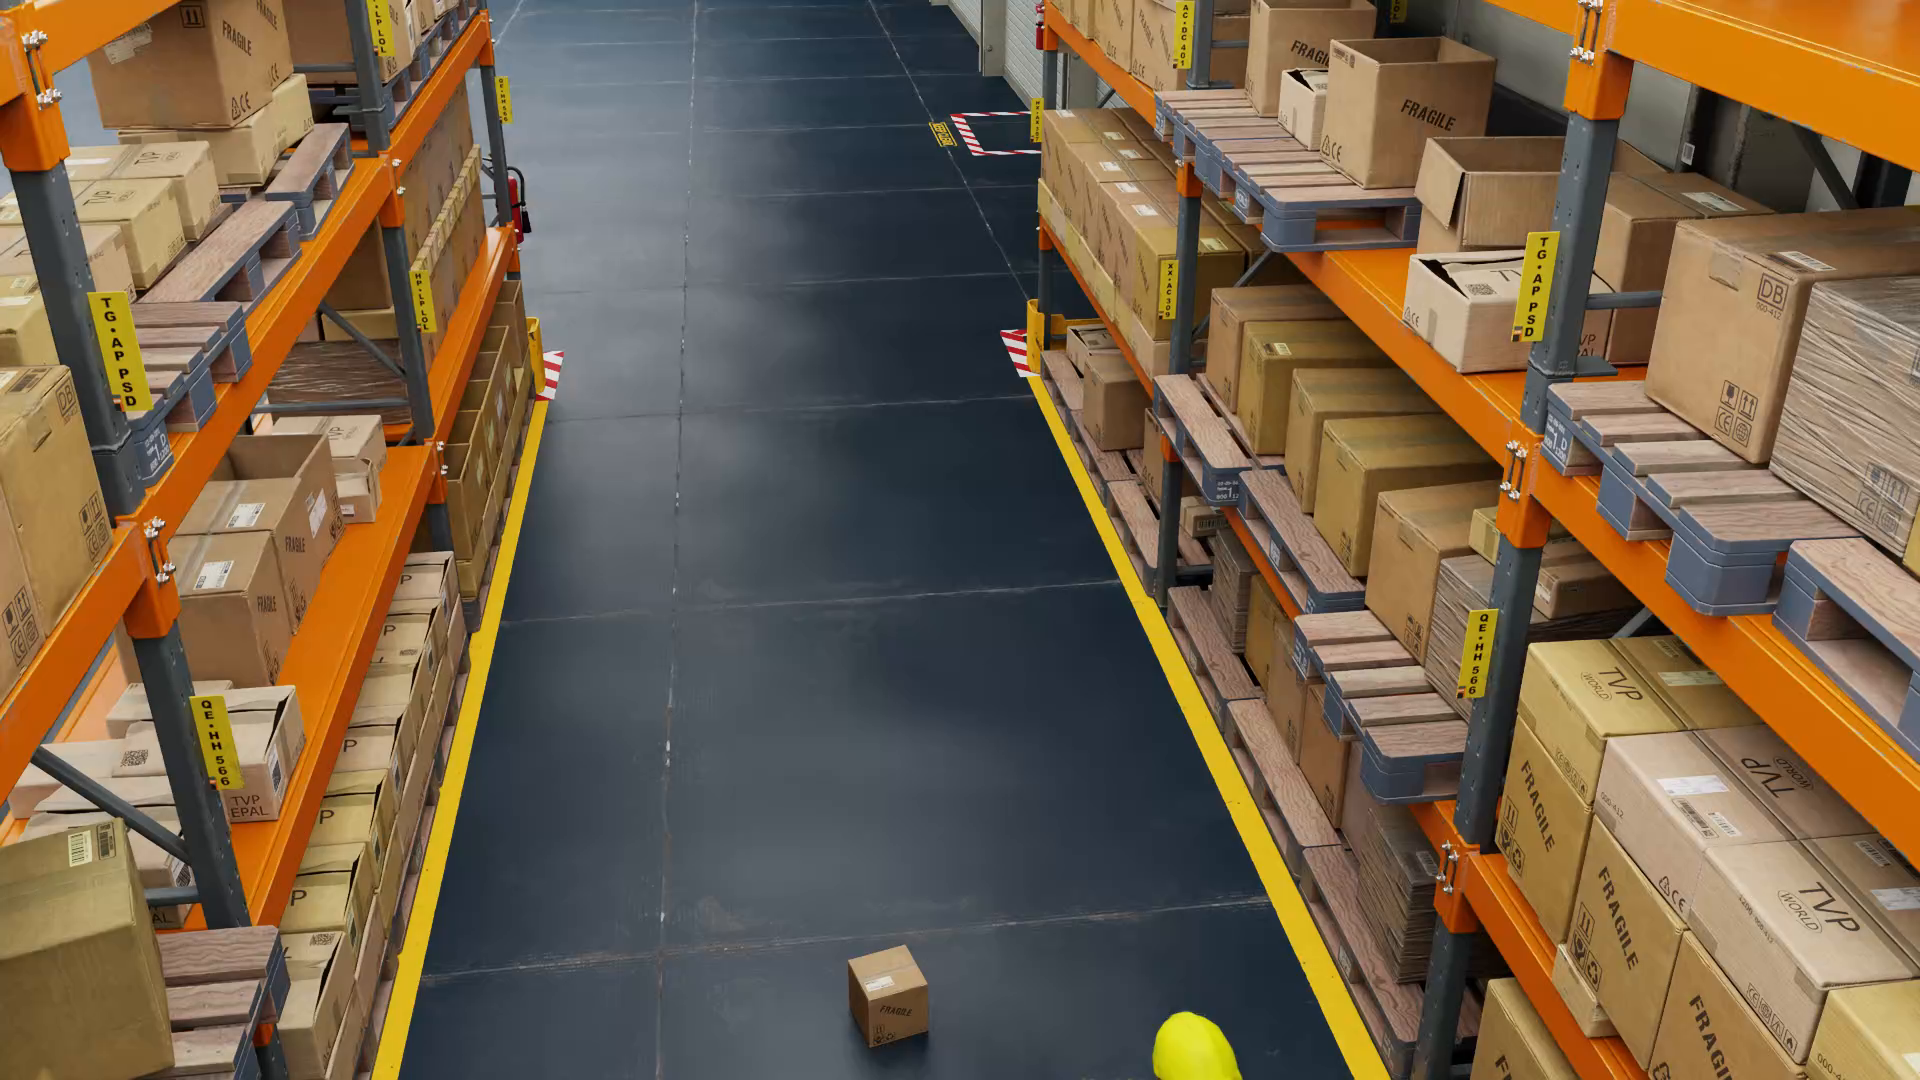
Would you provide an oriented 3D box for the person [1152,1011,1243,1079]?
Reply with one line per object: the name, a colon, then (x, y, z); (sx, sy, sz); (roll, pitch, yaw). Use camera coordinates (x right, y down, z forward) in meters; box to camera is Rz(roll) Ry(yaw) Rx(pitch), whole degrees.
person: (0.649, 2.087, 4.464); (0.576, 1.749, 0.745); (-8, 28, -15)
